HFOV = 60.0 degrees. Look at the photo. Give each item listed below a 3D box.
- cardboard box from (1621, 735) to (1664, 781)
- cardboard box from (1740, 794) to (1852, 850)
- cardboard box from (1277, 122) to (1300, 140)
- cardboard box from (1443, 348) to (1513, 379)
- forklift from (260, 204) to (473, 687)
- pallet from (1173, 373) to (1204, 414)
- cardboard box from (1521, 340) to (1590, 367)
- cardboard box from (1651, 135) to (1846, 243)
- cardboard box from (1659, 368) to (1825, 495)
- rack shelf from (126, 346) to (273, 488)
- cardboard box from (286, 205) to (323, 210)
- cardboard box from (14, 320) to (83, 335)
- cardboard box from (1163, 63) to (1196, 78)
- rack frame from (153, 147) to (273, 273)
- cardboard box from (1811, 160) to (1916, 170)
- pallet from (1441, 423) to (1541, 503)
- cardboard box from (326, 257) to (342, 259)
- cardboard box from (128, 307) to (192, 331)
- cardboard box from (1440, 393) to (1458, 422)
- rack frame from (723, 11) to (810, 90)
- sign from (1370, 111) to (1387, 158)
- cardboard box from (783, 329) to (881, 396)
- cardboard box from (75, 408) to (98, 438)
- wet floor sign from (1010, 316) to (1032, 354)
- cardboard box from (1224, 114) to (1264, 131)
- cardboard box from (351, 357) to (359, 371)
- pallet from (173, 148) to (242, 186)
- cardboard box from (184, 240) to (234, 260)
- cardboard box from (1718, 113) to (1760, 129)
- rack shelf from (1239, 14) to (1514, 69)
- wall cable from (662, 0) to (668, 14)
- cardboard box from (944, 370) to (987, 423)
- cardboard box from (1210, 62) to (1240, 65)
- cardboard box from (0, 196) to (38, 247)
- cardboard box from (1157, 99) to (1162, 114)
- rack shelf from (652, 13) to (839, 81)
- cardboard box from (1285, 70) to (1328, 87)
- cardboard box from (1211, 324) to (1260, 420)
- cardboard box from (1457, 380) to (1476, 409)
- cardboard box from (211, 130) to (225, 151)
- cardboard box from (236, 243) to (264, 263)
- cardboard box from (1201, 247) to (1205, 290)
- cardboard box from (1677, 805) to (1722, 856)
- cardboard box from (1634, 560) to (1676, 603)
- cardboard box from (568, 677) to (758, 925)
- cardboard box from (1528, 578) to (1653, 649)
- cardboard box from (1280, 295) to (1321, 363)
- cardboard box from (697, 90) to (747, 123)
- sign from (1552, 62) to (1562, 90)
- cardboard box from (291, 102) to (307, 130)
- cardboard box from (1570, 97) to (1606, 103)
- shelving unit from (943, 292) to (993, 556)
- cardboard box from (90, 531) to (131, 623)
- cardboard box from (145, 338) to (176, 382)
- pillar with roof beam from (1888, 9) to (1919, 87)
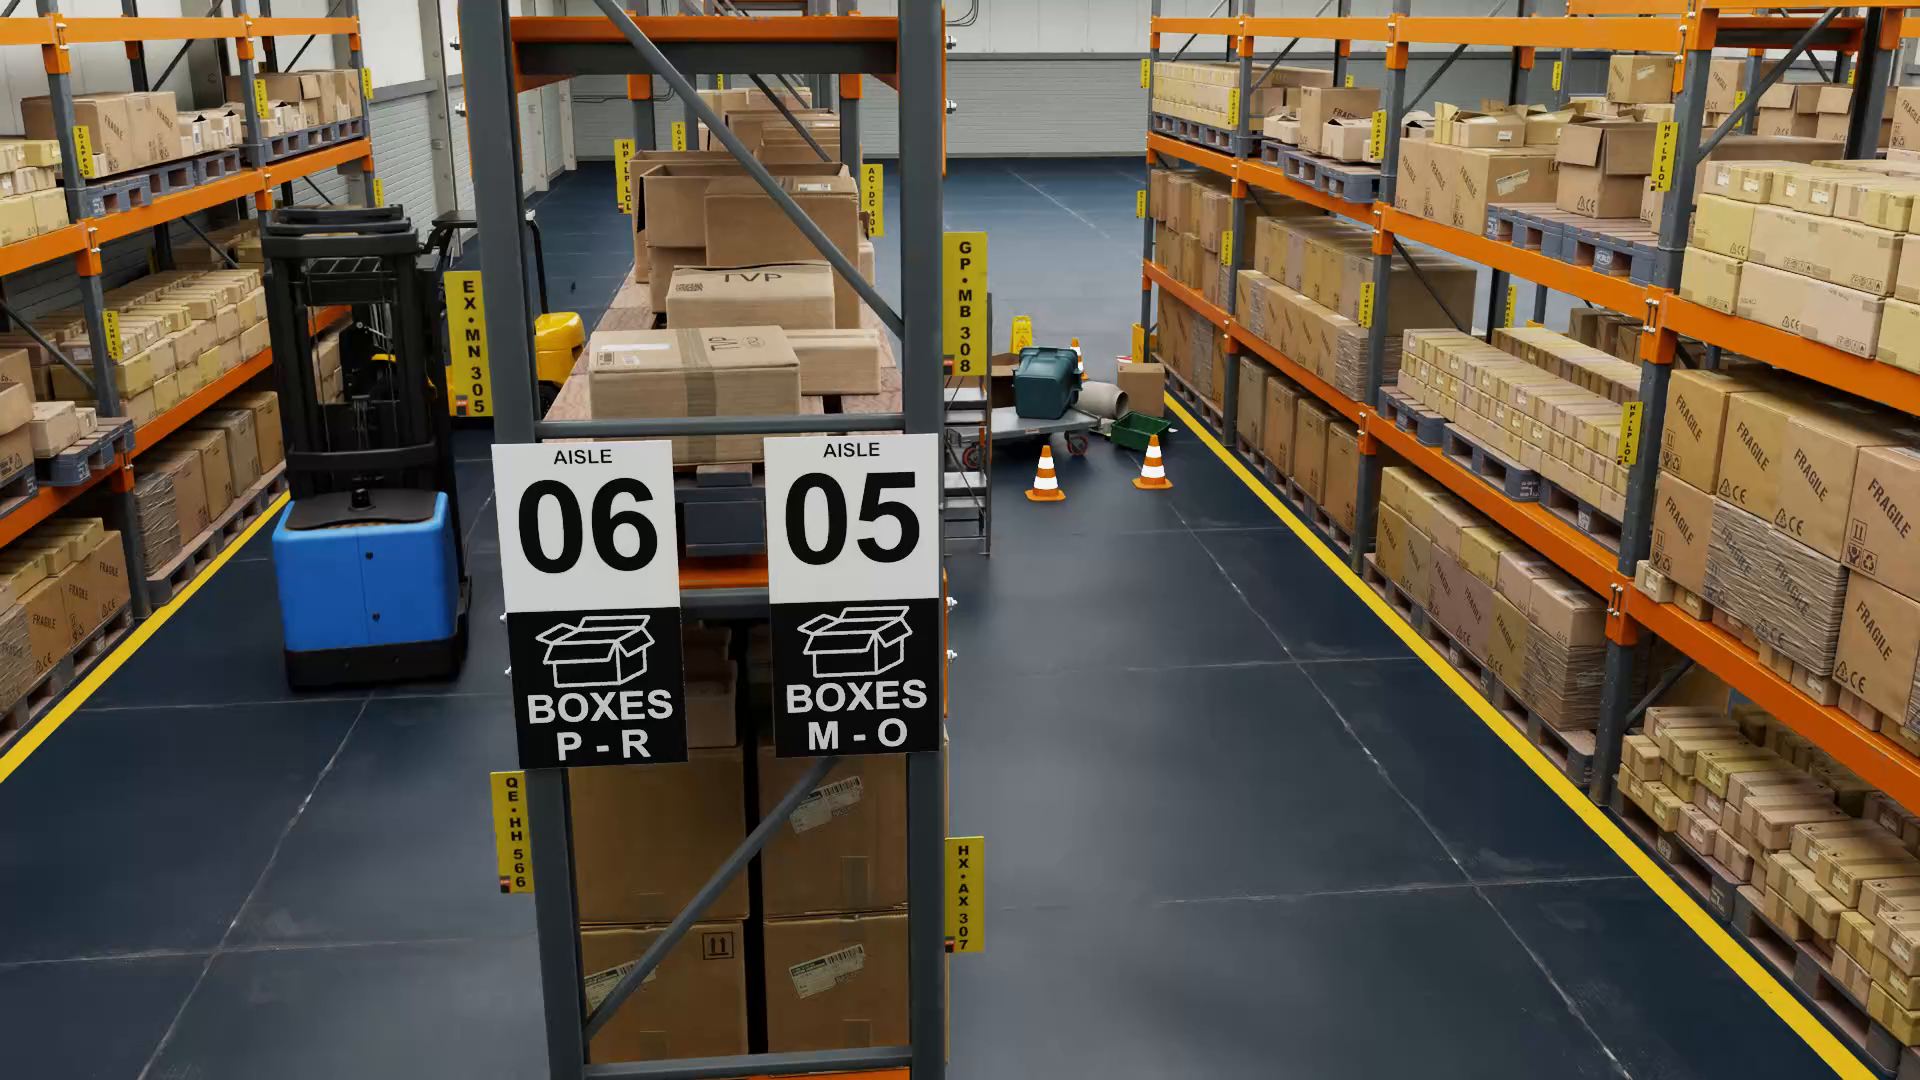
[{"bbox_3d":[3.678,1.129,8.634,0.380,0.149,0.250,-1,17,-3],"label":"cardboard box"},{"bbox_3d":[3.827,1.291,7.621,0.380,0.149,0.250,-1,17,-4],"label":"cardboard box"},{"bbox_3d":[2.994,-3.633,14.784,0.250,0.149,0.380,-2,18,-6],"label":"cardboard box"},{"bbox_3d":[3.479,-1.187,11.175,0.380,0.149,0.250,-3,18,-8],"label":"cardboard box"},{"bbox_3d":[-4.103,-0.874,11.567,1.130,2.935,3.031,-4,18,-13],"label":"forklift"},{"bbox_3d":[3.004,-1.653,18.590,1.003,0.211,1.213,-2,18,-6],"label":"pallet"},{"bbox_3d":[4.103,-1.278,11.465,0.380,0.149,0.250,-1,17,-4],"label":"cardboard box"},{"bbox_3d":[4.029,-1.802,8.534,0.700,0.500,0.500,-2,18,-6],"label":"cardboard box"},{"bbox_3d":[3.763,-0.531,8.029,0.500,0.500,0.500,-1,17,-4],"label":"cardboard box"},{"bbox_3d":[-6.510,-1.113,13.417,1.077,0.370,4.000,-2,18,-6],"label":"rack shelf"},{"bbox_3d":[-7.307,-3.637,18.507,0.380,0.149,0.250,-2,18,-7],"label":"cardboard box"},{"bbox_3d":[-6.738,-1.533,12.303,0.380,0.149,0.250,-2,18,-7],"label":"cardboard box"},{"bbox_3d":[2.490,-5.261,18.641,0.380,0.149,0.250,-2,18,-6],"label":"cardboard box"},{"bbox_3d":[-6.716,-2.053,15.207,1.000,3.000,0.127,-2,18,-6],"label":"rack frame"},{"bbox_3d":[4.263,-1.710,7.859,0.380,0.149,0.250,-3,18,-8],"label":"cardboard box"},{"bbox_3d":[3.791,-0.518,10.640,1.003,0.211,1.213,-2,18,-6],"label":"pallet"},{"bbox_3d":[-6.657,-2.697,17.092,0.500,0.500,0.500,-2,18,-5],"label":"cardboard box"},{"bbox_3d":[-6.187,-1.706,12.854,0.380,0.149,0.250,-1,17,-4],"label":"cardboard box"},{"bbox_3d":[3.477,-0.899,11.250,0.380,0.149,0.250,-1,17,-3],"label":"cardboard box"},{"bbox_3d":[-2.192,-6.261,18.597,1.000,3.000,0.127,-2,18,-6],"label":"rack frame"},{"bbox_3d":[2.993,-2.899,11.901,0.100,0.325,0.005,-2,18,-6],"label":"sign"},{"bbox_3d":[-0.425,-0.522,4.877,0.380,0.149,0.250,-1,17,-4],"label":"cardboard box"},{"bbox_3d":[-5.854,-0.758,10.800,0.380,0.149,0.250,-1,17,-5],"label":"cardboard box"},{"bbox_3d":[0.749,-2.406,20.264,0.267,0.644,0.232,-5,18,-15],"label":"wet floor sign"},{"bbox_3d":[2.778,-4.048,16.107,0.380,0.149,0.250,-2,18,-6],"label":"cardboard box"},{"bbox_3d":[-6.605,-1.784,17.406,0.500,0.250,0.500,-2,18,-6],"label":"cardboard box"},{"bbox_3d":[-6.613,-3.130,13.951,0.805,0.209,1.217,-2,18,-8],"label":"pallet"},{"bbox_3d":[-7.035,-2.714,15.566,0.380,0.149,0.250,-2,18,-7],"label":"cardboard box"},{"bbox_3d":[7.757,-4.151,16.468,0.380,0.149,0.250,-1,17,-4],"label":"cardboard box"},{"bbox_3d":[3.340,-4.122,13.653,1.077,0.370,4.000,-2,18,-6],"label":"rack shelf"},{"bbox_3d":[-7.346,-16.740,48.726,3.097,2.526,0.112,-2,18,-6],"label":"wall cable"},{"bbox_3d":[-0.012,-1.440,16.164,0.500,0.500,0.500,-2,18,-6],"label":"cardboard box"},{"bbox_3d":[3.093,-5.432,19.183,0.380,0.149,0.250,-2,18,-5],"label":"cardboard box"},{"bbox_3d":[-5.957,-1.925,10.044,0.500,0.250,0.500,-2,18,-5],"label":"cardboard box"},{"bbox_3d":[2.465,-4.953,18.990,0.380,0.149,0.250,-2,18,-5],"label":"cardboard box"},{"bbox_3d":[-1.161,-2.748,9.274,1.077,0.370,4.000,-2,18,-6],"label":"rack shelf"},{"bbox_3d":[3.407,-4.525,16.294,0.380,0.149,0.250,-2,18,-6],"label":"cardboard box"},{"bbox_3d":[3.138,-1.766,17.141,0.875,0.875,0.875,-2,17,-5],"label":"cardboard box"},{"bbox_3d":[3.508,-0.961,10.952,0.380,0.149,0.250,-2,18,-6],"label":"cardboard box"},{"bbox_3d":[-6.301,-3.294,13.704,0.380,0.149,0.250,-2,18,-6],"label":"cardboard box"},{"bbox_3d":[-6.454,-2.656,15.382,0.380,0.149,0.250,-1,17,-5],"label":"cardboard box"},{"bbox_3d":[3.066,-2.899,17.653,0.875,0.550,0.550,-2,18,-6],"label":"cardboard box"},{"bbox_3d":[3.782,1.423,8.194,0.380,0.149,0.250,-2,18,-6],"label":"cardboard box"},{"bbox_3d":[3.662,0.208,8.427,0.380,0.149,0.250,-1,17,-4],"label":"cardboard box"},{"bbox_3d":[-0.828,0.707,4.581,0.500,0.500,0.500,-1,17,-4],"label":"cardboard box"},{"bbox_3d":[3.630,0.414,9.571,0.500,0.250,0.500,-2,18,-7],"label":"cardboard box"},{"bbox_3d":[3.074,-1.822,14.306,0.500,0.500,0.500,-2,17,-5],"label":"cardboard box"},{"bbox_3d":[-2.057,-3.671,14.069,0.500,0.250,0.500,-2,18,-7],"label":"cardboard box"},{"bbox_3d":[7.125,-5.536,19.837,0.100,0.325,0.005,-2,18,-6],"label":"sign"},{"bbox_3d":[-6.567,-4.119,16.139,0.396,0.266,0.258,-2,18,-7],"label":"cardboard box"},{"bbox_3d":[7.463,-5.166,19.700,0.380,0.149,0.250,-2,18,-6],"label":"cardboard box"},{"bbox_3d":[0.017,-0.952,13.205,0.431,2.100,0.503,-2,18,-6],"label":"shelving unit"},{"bbox_3d":[-6.046,0.251,11.343,0.500,0.500,0.500,-1,17,-4],"label":"cardboard box"},{"bbox_3d":[-6.157,-1.317,12.279,0.500,0.250,0.500,-1,17,-4],"label":"cardboard box"},{"bbox_3d":[17.240,-12.074,37.113,9.100,9.000,0.400,-2,18,-6],"label":"pillar with roof beam"}]
